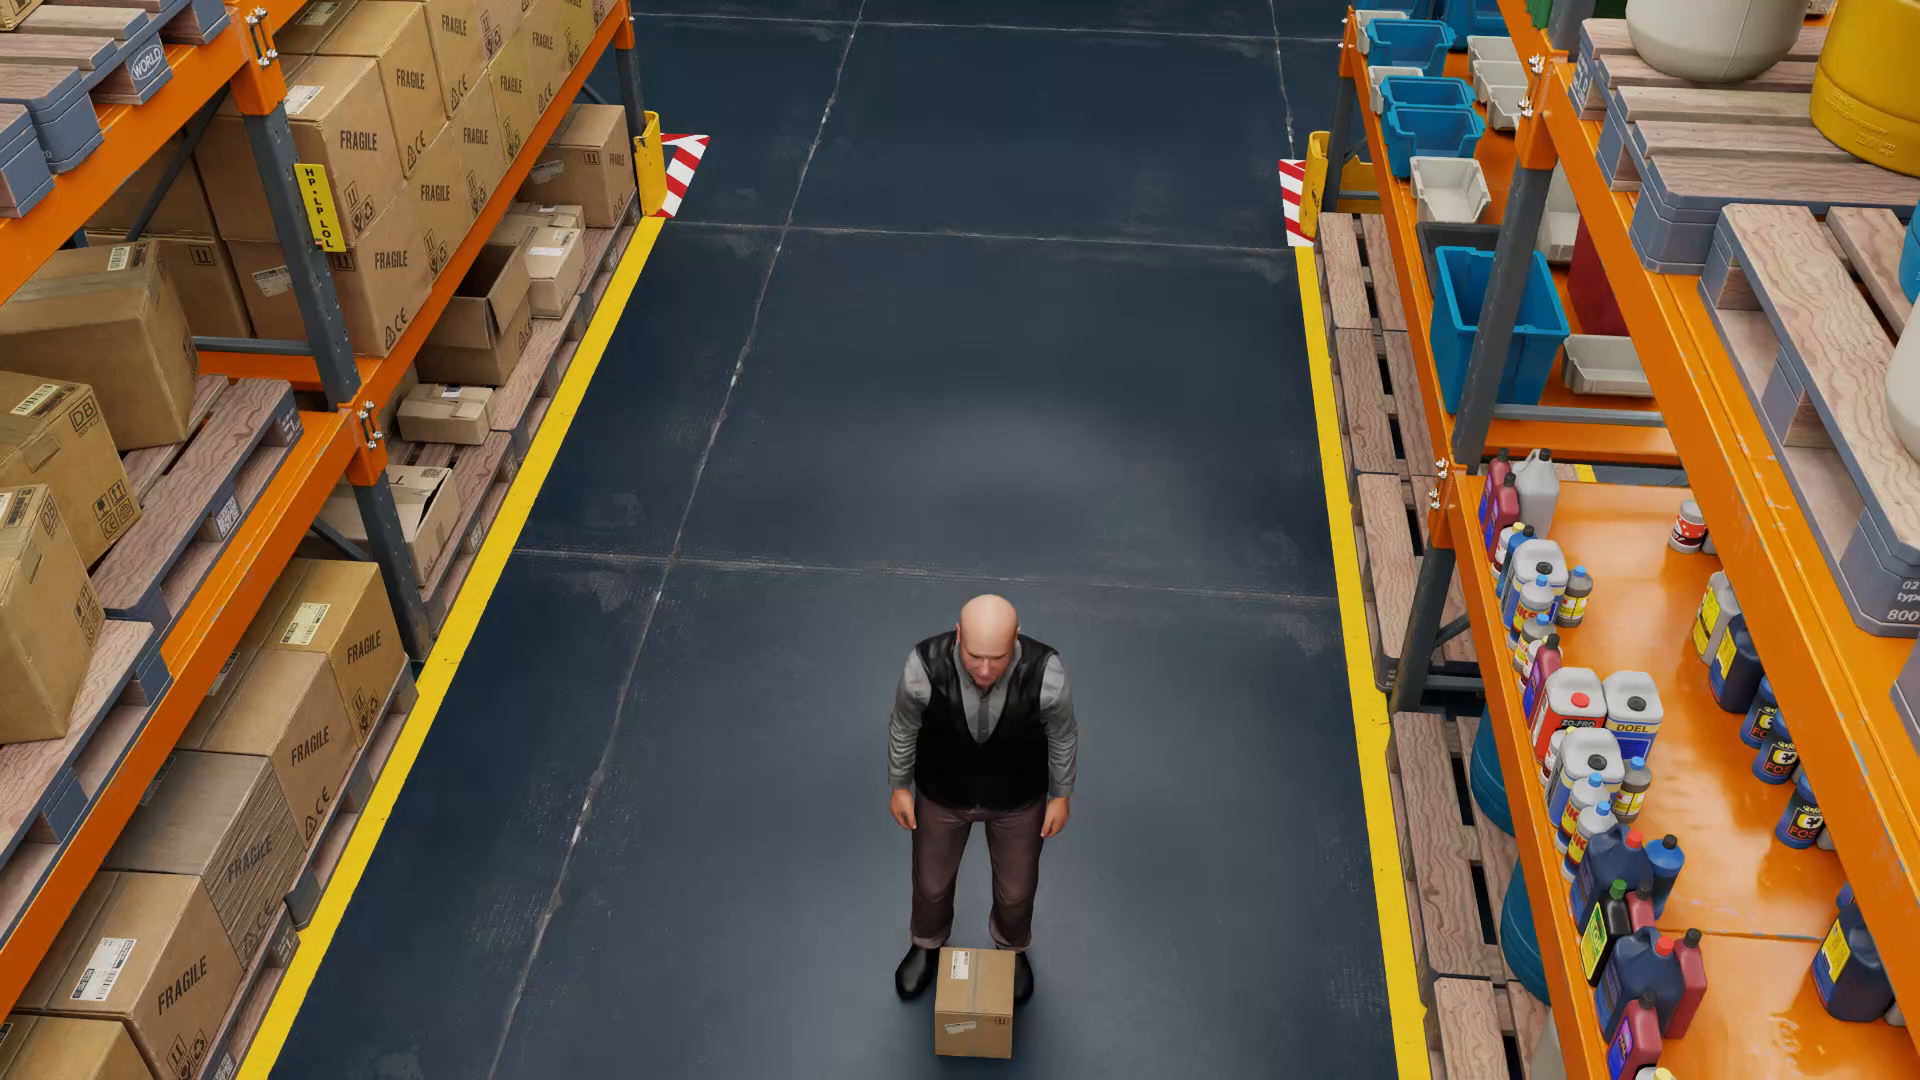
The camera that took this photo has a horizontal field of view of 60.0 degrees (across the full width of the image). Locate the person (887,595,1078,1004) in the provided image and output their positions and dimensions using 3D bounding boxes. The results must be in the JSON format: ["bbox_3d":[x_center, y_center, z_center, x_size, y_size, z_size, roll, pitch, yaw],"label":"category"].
[{"bbox_3d":[0.068,0.824,5.268,0.584,1.615,0.412,3,40,3],"label":"person"}]
